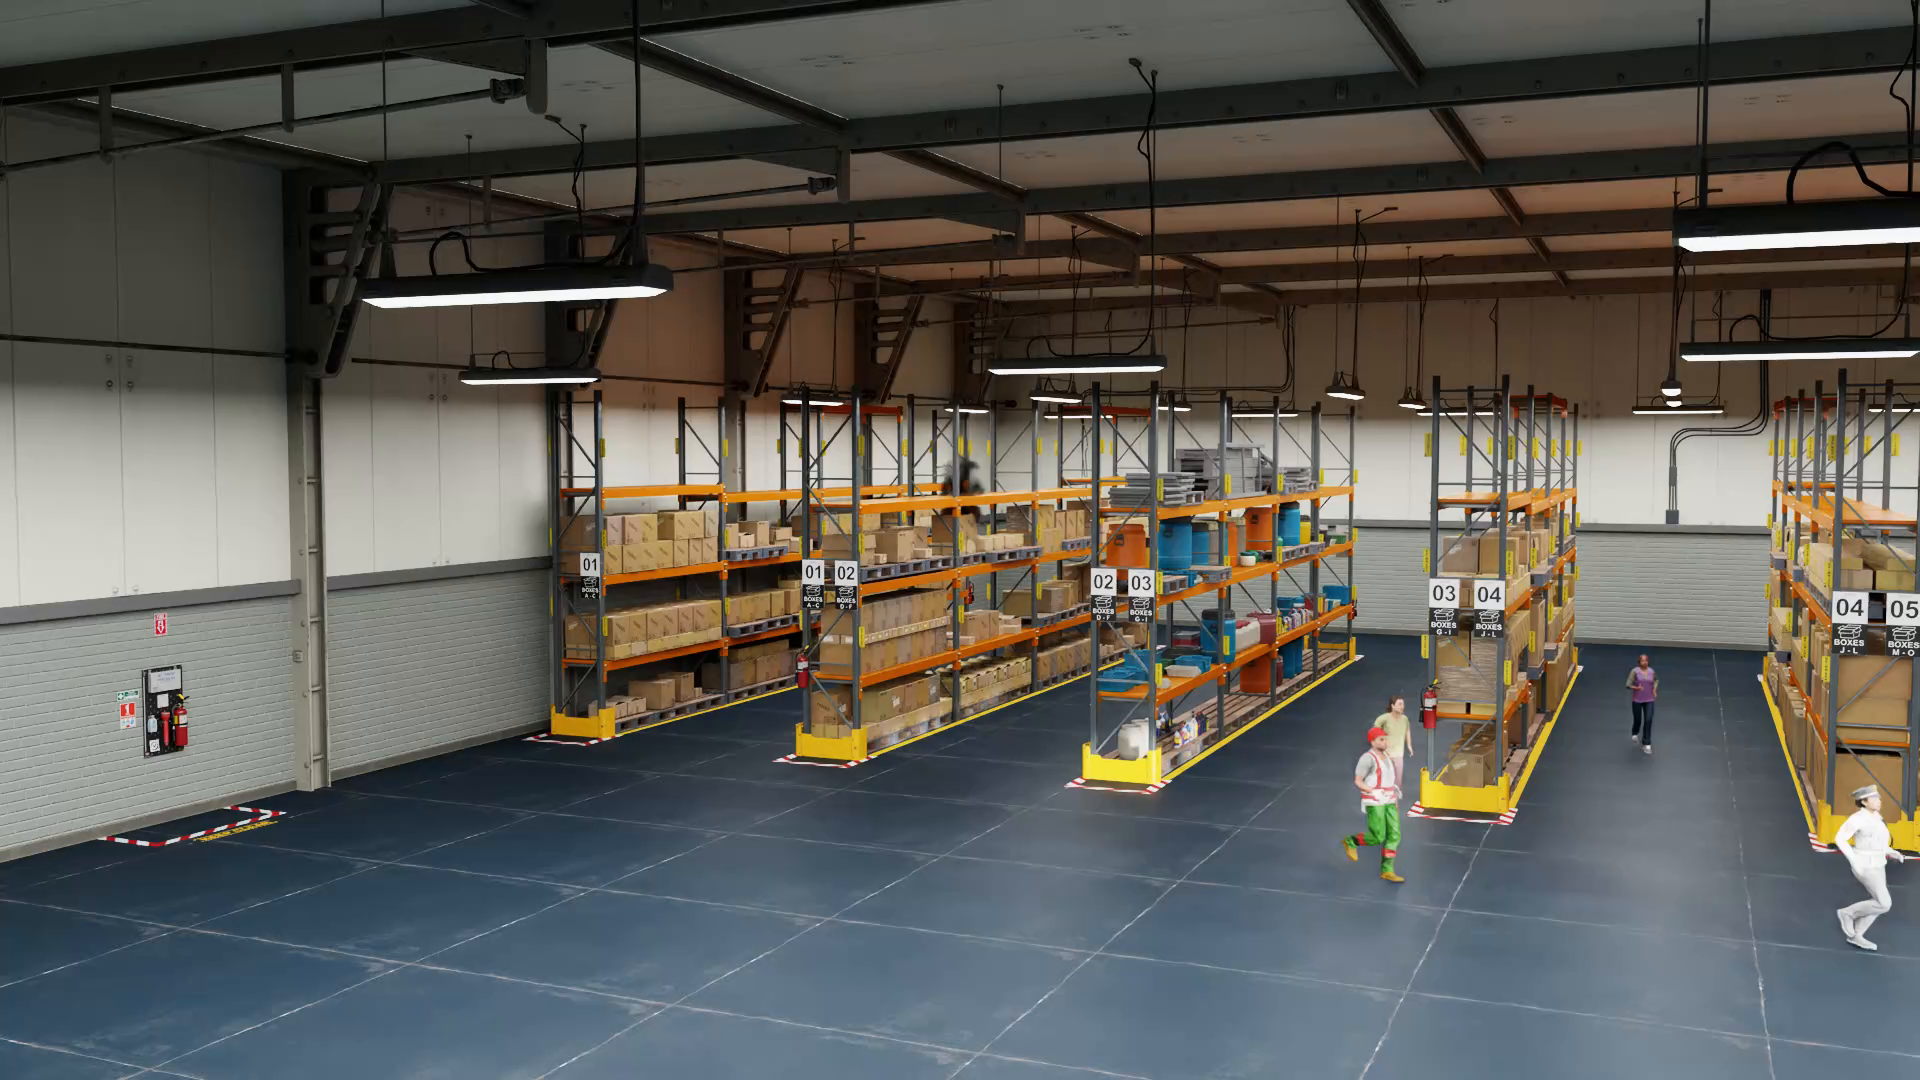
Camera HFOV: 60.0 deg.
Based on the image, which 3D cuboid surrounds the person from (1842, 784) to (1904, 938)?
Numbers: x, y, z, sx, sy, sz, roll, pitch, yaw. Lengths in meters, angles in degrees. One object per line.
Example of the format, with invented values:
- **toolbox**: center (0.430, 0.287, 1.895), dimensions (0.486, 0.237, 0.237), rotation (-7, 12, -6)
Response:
- **person**: center (9.086, 3.230, 16.545), dimensions (0.458, 1.584, 0.491), rotation (-2, 4, -36)

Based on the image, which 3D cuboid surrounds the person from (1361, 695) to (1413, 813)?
- **person**: center (5.837, 2.923, 22.415), dimensions (0.636, 1.655, 0.870), rotation (-1, 3, -11)

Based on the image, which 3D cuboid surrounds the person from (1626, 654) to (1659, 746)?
- **person**: center (11.241, 2.617, 27.395), dimensions (0.545, 1.498, 0.731), rotation (1, 3, 11)

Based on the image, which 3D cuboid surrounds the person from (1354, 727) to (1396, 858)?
- **person**: center (0.309, 2.494, 27.227), dimensions (3.630, 1.505, 18.445), rotation (-3, 4, -39)
